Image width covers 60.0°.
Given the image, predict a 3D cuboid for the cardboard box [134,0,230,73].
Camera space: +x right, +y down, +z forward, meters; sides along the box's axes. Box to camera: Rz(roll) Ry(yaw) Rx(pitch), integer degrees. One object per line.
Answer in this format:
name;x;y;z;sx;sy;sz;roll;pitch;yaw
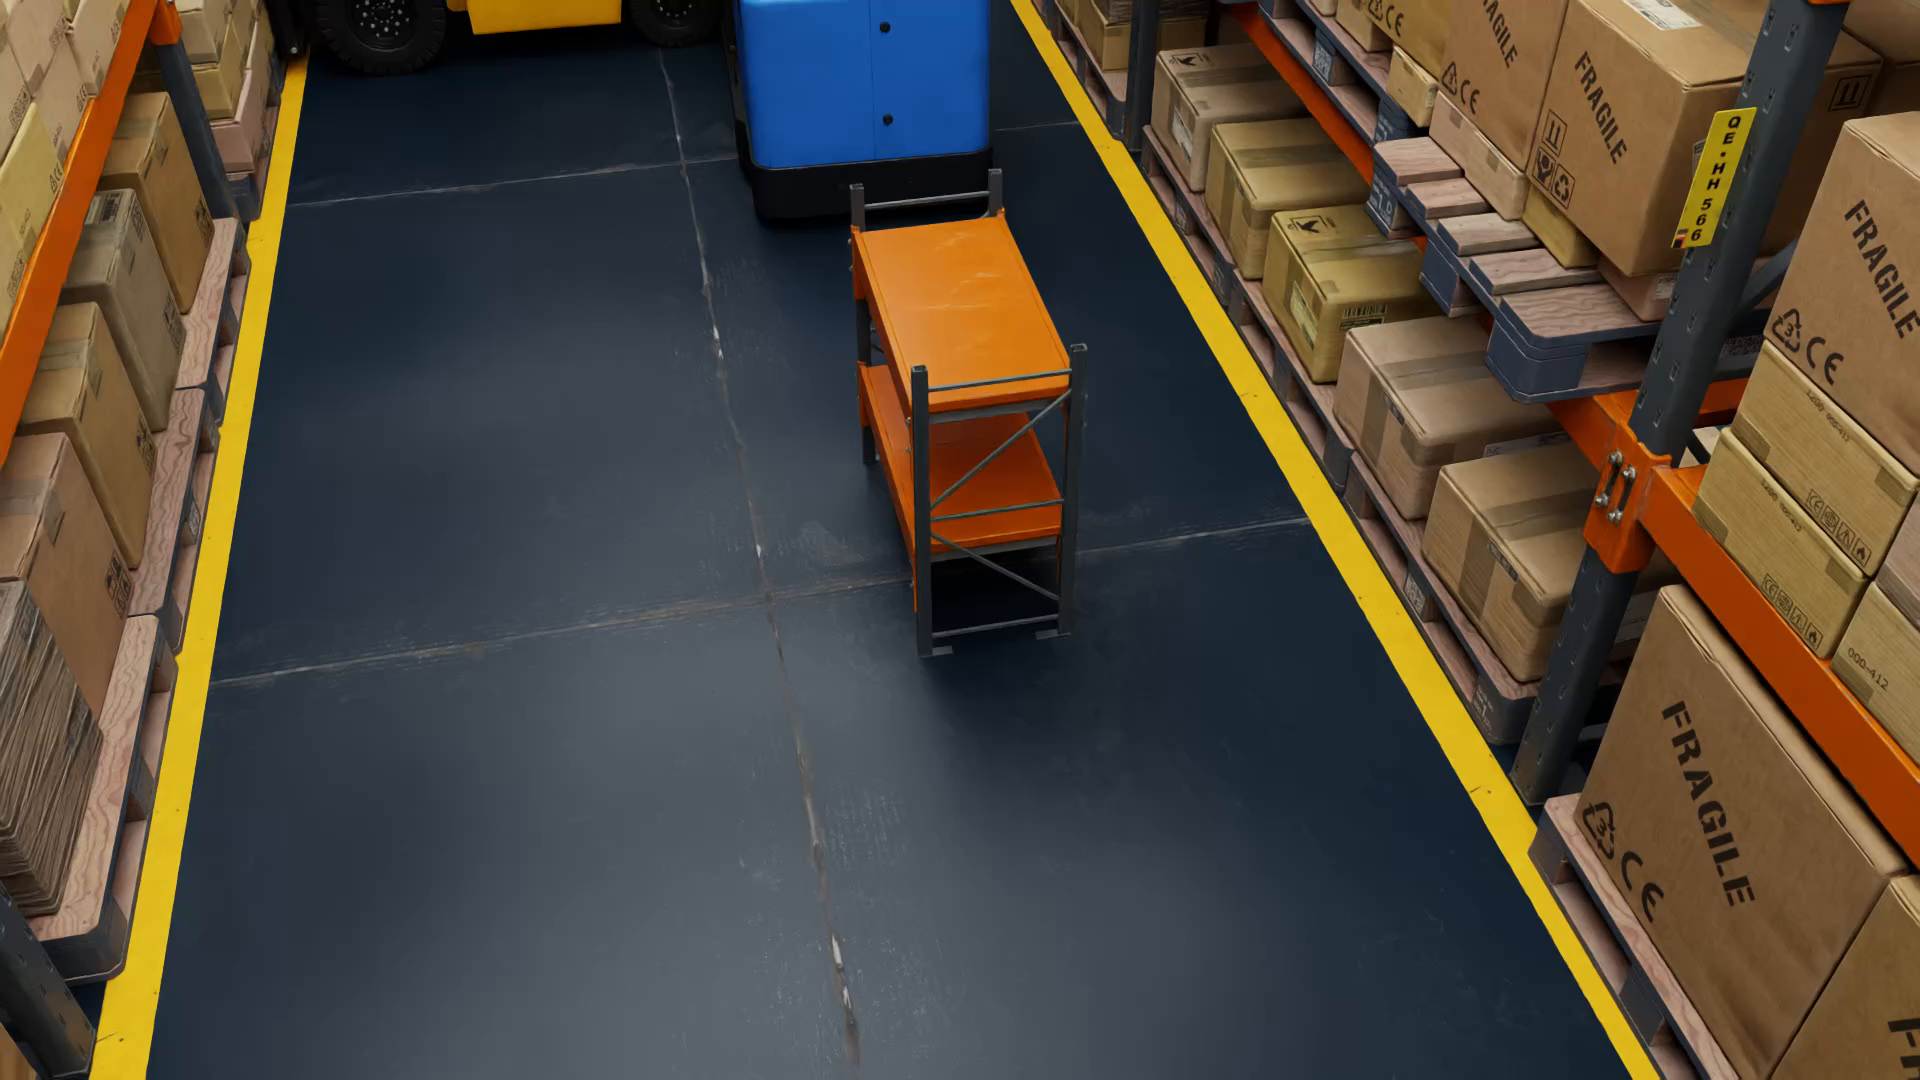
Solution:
cardboard box;-3.373;-2.187;6.956;0.500;0.250;0.500;-9;42;-10

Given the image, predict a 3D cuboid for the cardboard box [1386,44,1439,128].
cardboard box;1.488;-1.350;4.884;0.380;0.149;0.250;-8;42;-9

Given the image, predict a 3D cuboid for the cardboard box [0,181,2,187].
cardboard box;-2.771;-0.853;4.188;0.500;0.250;0.500;-9;42;-10

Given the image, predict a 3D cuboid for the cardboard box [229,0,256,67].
cardboard box;-3.489;-2.326;7.489;0.500;0.250;0.500;-9;42;-10

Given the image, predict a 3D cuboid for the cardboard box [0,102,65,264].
cardboard box;-2.901;-0.996;4.725;0.500;0.250;0.500;-7;42;-8

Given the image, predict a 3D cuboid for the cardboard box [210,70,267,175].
cardboard box;-3.356;-1.816;7.291;0.500;0.250;0.500;-8;42;-9

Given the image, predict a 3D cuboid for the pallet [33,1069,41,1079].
pallet;-2.587;1.799;3.565;1.003;0.211;1.213;-8;42;-9

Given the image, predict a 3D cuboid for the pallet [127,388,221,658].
pallet;-3.111;-0.019;5.612;1.003;0.211;1.213;-8;42;-9

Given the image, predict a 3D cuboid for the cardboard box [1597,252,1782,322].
cardboard box;1.834;-0.689;4.139;0.380;0.149;0.250;-7;42;-8

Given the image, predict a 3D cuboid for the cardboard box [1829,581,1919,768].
cardboard box;2.122;0.293;3.274;0.500;0.250;0.500;-9;42;-11

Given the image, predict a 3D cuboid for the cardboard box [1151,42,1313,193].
cardboard box;1.387;-1.875;7.265;0.950;0.372;0.625;-8;42;-9

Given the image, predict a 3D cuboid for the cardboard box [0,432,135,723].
cardboard box;-2.982;0.169;4.773;0.875;0.625;0.625;-7;42;-8

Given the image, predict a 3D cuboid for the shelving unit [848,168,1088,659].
shelving unit;0.001;-0.416;5.372;0.538;1.125;1.048;-8;42;-9

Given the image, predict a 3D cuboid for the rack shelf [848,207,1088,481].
rack shelf;0.001;-0.635;5.177;0.538;0.278;1.000;-8;42;-9

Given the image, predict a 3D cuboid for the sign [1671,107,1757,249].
sign;1.606;-0.767;3.541;0.100;0.325;0.005;-8;42;-9

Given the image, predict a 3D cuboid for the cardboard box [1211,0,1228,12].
cardboard box;1.407;-2.870;7.914;0.500;0.500;0.500;-6;42;-7

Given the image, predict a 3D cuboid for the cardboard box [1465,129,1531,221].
cardboard box;1.607;-1.009;4.500;0.380;0.149;0.250;-9;42;-10

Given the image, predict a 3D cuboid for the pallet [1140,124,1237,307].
pallet;1.440;-1.493;7.272;1.003;0.211;1.213;-8;42;-9

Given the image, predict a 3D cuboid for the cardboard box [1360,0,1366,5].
cardboard box;1.416;-2.022;5.153;0.500;0.500;0.500;-10;43;-11

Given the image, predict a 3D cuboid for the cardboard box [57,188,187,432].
cardboard box;-3.291;-0.754;5.813;0.875;0.625;0.625;-9;42;-10

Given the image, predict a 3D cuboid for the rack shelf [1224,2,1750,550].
rack shelf;1.703;-1.474;5.693;1.077;0.370;4.000;-8;42;-9

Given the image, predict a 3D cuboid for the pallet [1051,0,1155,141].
pallet;1.091;-2.427;8.325;1.003;0.211;1.213;-8;42;-9

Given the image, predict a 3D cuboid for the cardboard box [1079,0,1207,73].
cardboard box;0.881;-2.513;8.077;0.500;0.250;0.500;-7;42;-7

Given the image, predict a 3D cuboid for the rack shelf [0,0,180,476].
rack shelf;-3.143;-0.761;4.889;1.077;0.370;4.000;-8;42;-9

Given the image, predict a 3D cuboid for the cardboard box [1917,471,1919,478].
cardboard box;2.118;-0.183;2.869;0.500;0.500;0.500;-8;42;-9

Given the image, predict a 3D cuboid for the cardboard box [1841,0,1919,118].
cardboard box;2.263;-1.078;4.089;0.500;0.500;0.500;-9;42;-10

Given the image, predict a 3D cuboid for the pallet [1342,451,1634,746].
pallet;1.967;0.089;5.491;1.003;0.211;1.213;-8;42;-9

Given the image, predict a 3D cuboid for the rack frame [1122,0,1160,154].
rack frame;1.271;-3.040;6.915;1.000;3.000;0.127;-8;42;-9

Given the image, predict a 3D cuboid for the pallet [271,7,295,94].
pallet;-3.973;-2.597;8.517;1.003;0.211;1.213;-8;42;-9

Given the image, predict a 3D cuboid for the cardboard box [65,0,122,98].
cardboard box;-3.097;-1.656;5.469;0.500;0.250;0.500;-9;42;-10

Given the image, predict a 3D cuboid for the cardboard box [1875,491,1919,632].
cardboard box;2.113;0.121;3.090;0.500;0.250;0.500;-7;42;-8

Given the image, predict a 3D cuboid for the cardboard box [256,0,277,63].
cardboard box;-3.607;-2.474;8.032;0.500;0.250;0.500;-8;42;-9

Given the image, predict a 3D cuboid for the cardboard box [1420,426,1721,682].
cardboard box;2.022;0.011;5.141;0.950;0.372;0.625;-11;43;-12

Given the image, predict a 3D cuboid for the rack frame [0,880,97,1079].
rack frame;-2.712;0.267;3.190;1.000;3.000;0.127;-8;42;-9

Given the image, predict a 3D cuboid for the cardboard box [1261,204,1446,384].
cardboard box;1.697;-0.959;6.233;0.950;0.372;0.625;-7;42;-8

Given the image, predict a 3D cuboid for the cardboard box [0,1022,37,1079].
cardboard box;-2.410;1.288;3.606;0.500;0.500;0.500;-7;42;-8

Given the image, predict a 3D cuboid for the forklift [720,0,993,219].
forklift;-0.616;-3.471;7.453;1.130;2.935;3.031;-7;42;-7

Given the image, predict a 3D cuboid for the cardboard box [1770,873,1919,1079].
cardboard box;2.391;1.229;3.390;0.875;0.875;0.875;-8;42;-9

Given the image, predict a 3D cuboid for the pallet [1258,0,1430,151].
pallet;1.667;-1.653;5.497;1.003;0.211;1.213;-8;42;-9

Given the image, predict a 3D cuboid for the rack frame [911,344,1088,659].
rack frame;0.111;-0.087;5.000;0.500;1.125;0.032;-8;42;-9

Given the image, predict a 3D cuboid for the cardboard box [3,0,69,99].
cardboard box;-2.997;-1.511;4.929;0.500;0.250;0.500;-8;42;-8

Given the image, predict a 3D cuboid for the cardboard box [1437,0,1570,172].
cardboard box;1.642;-1.341;4.386;0.500;0.500;0.500;-9;42;-10

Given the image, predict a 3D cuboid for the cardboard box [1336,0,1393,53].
cardboard box;1.422;-1.682;5.258;0.380;0.149;0.250;-10;42;-11

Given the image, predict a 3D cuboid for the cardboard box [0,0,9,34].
cardboard box;-2.847;-1.432;4.539;0.380;0.149;0.250;-9;42;-10
